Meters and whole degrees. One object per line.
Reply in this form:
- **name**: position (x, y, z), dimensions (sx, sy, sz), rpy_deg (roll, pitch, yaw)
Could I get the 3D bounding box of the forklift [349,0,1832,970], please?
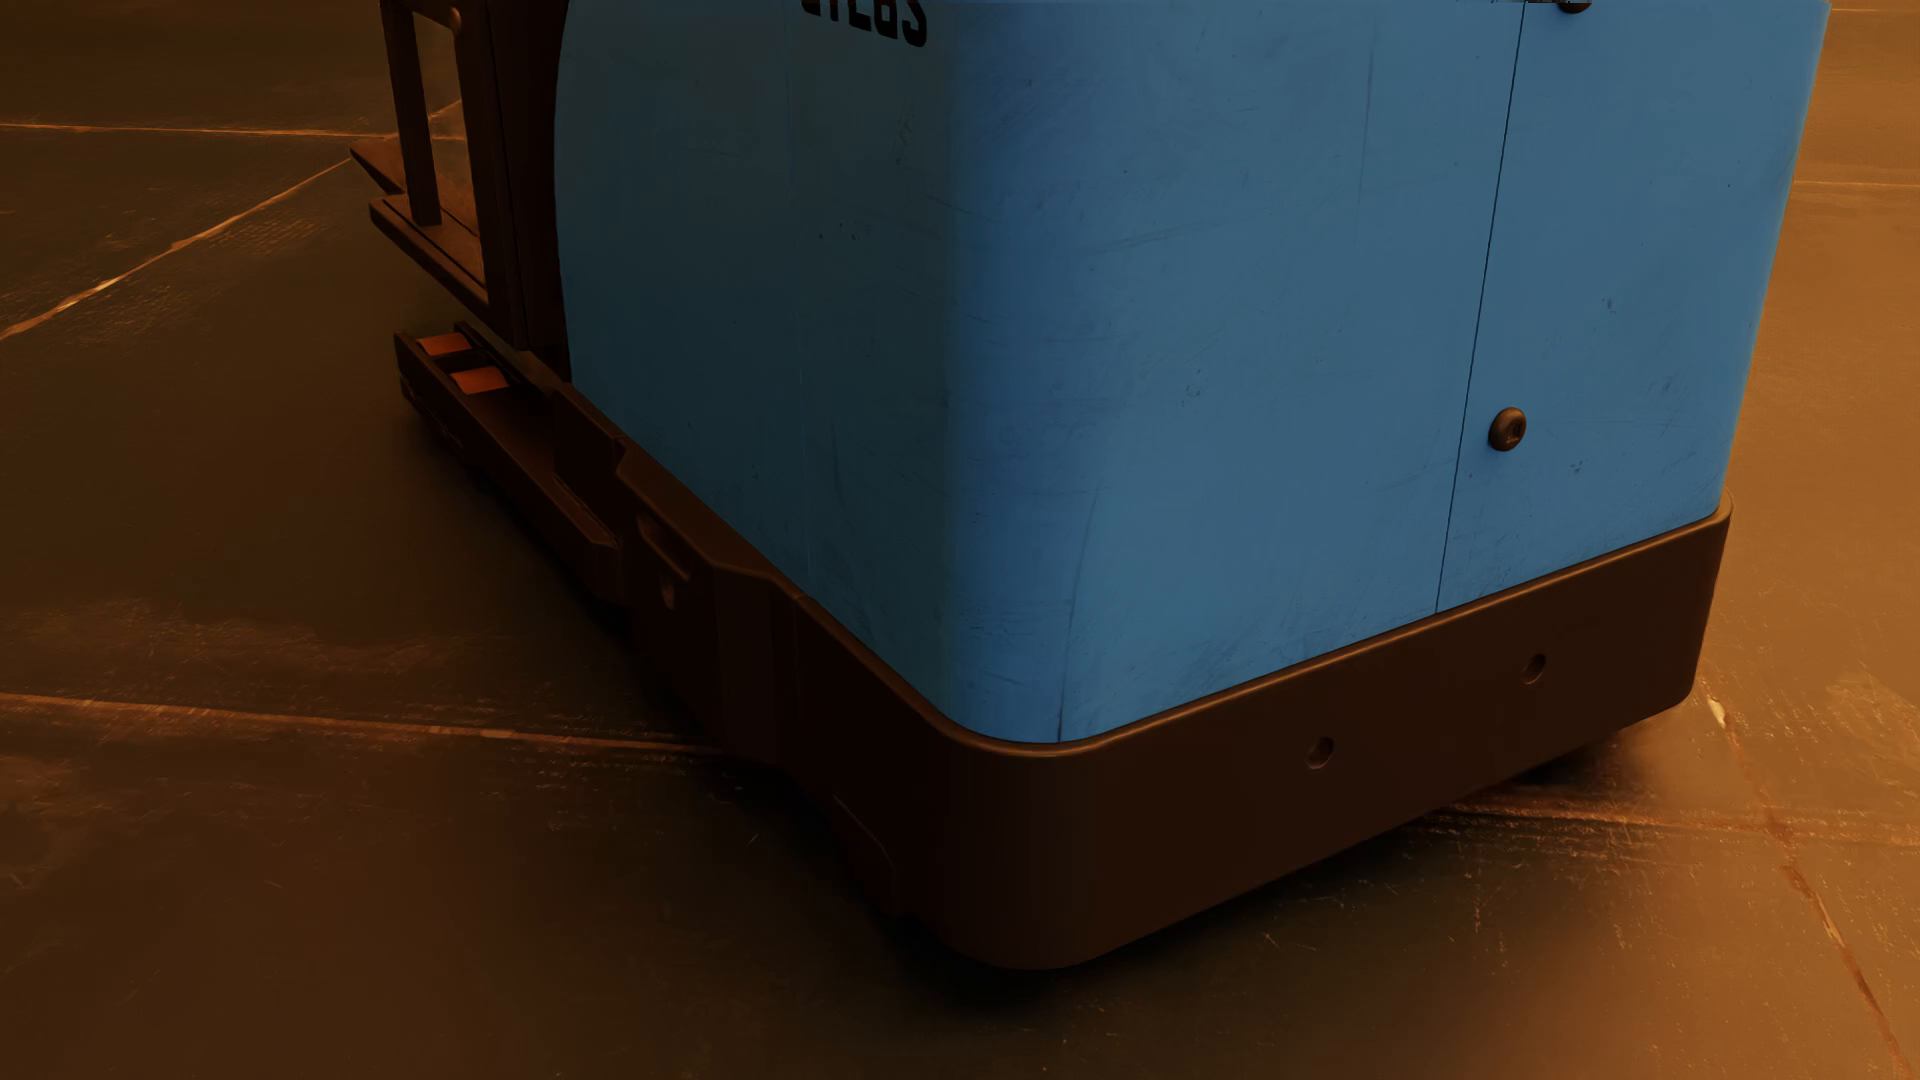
- **forklift**: position (-0.318, -1.528, 2.280), dimensions (1.130, 2.935, 3.031), rpy_deg (-15, 30, -28)
